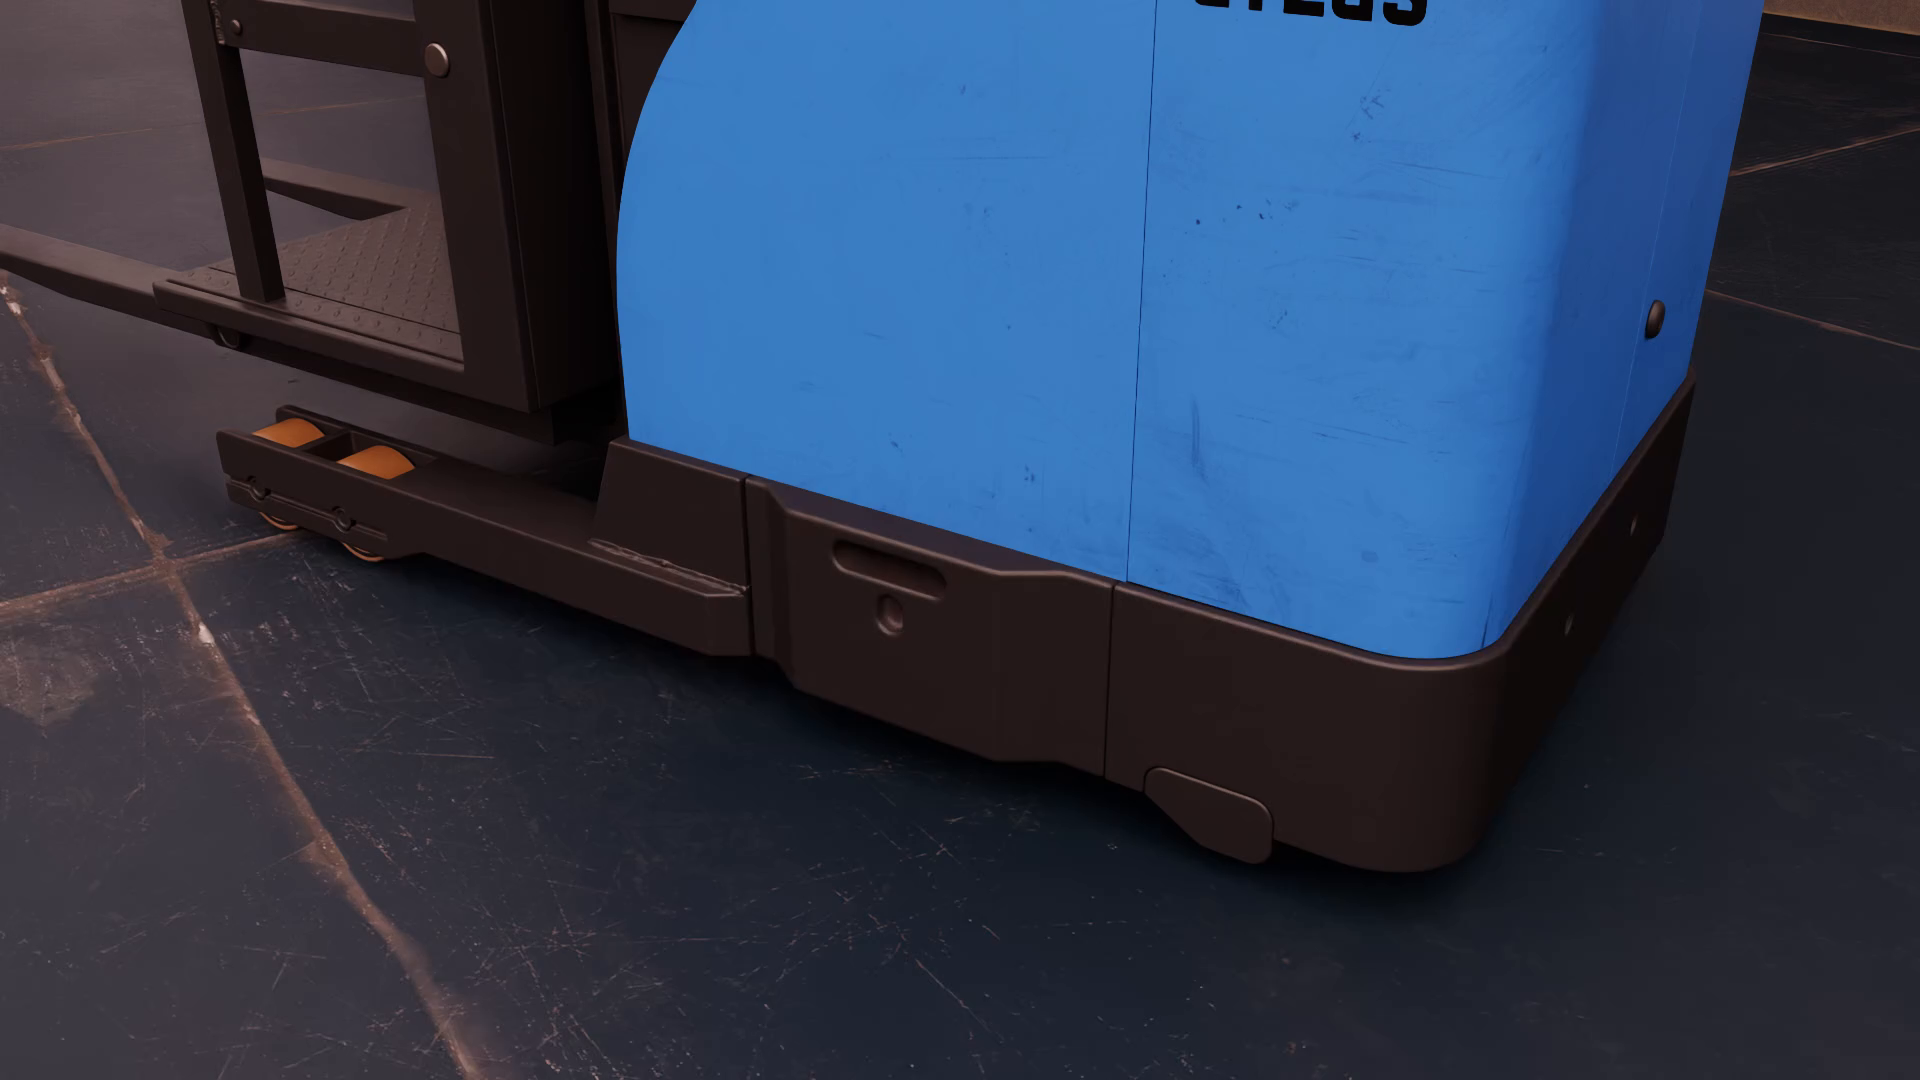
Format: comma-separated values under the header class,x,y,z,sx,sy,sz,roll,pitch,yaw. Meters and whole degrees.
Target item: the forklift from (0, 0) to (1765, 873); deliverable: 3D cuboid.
class,x,y,z,sx,sy,sz,roll,pitch,yaw
forklift,-0.511,-1.459,2.139,3.031,2.935,1.130,16,31,29
